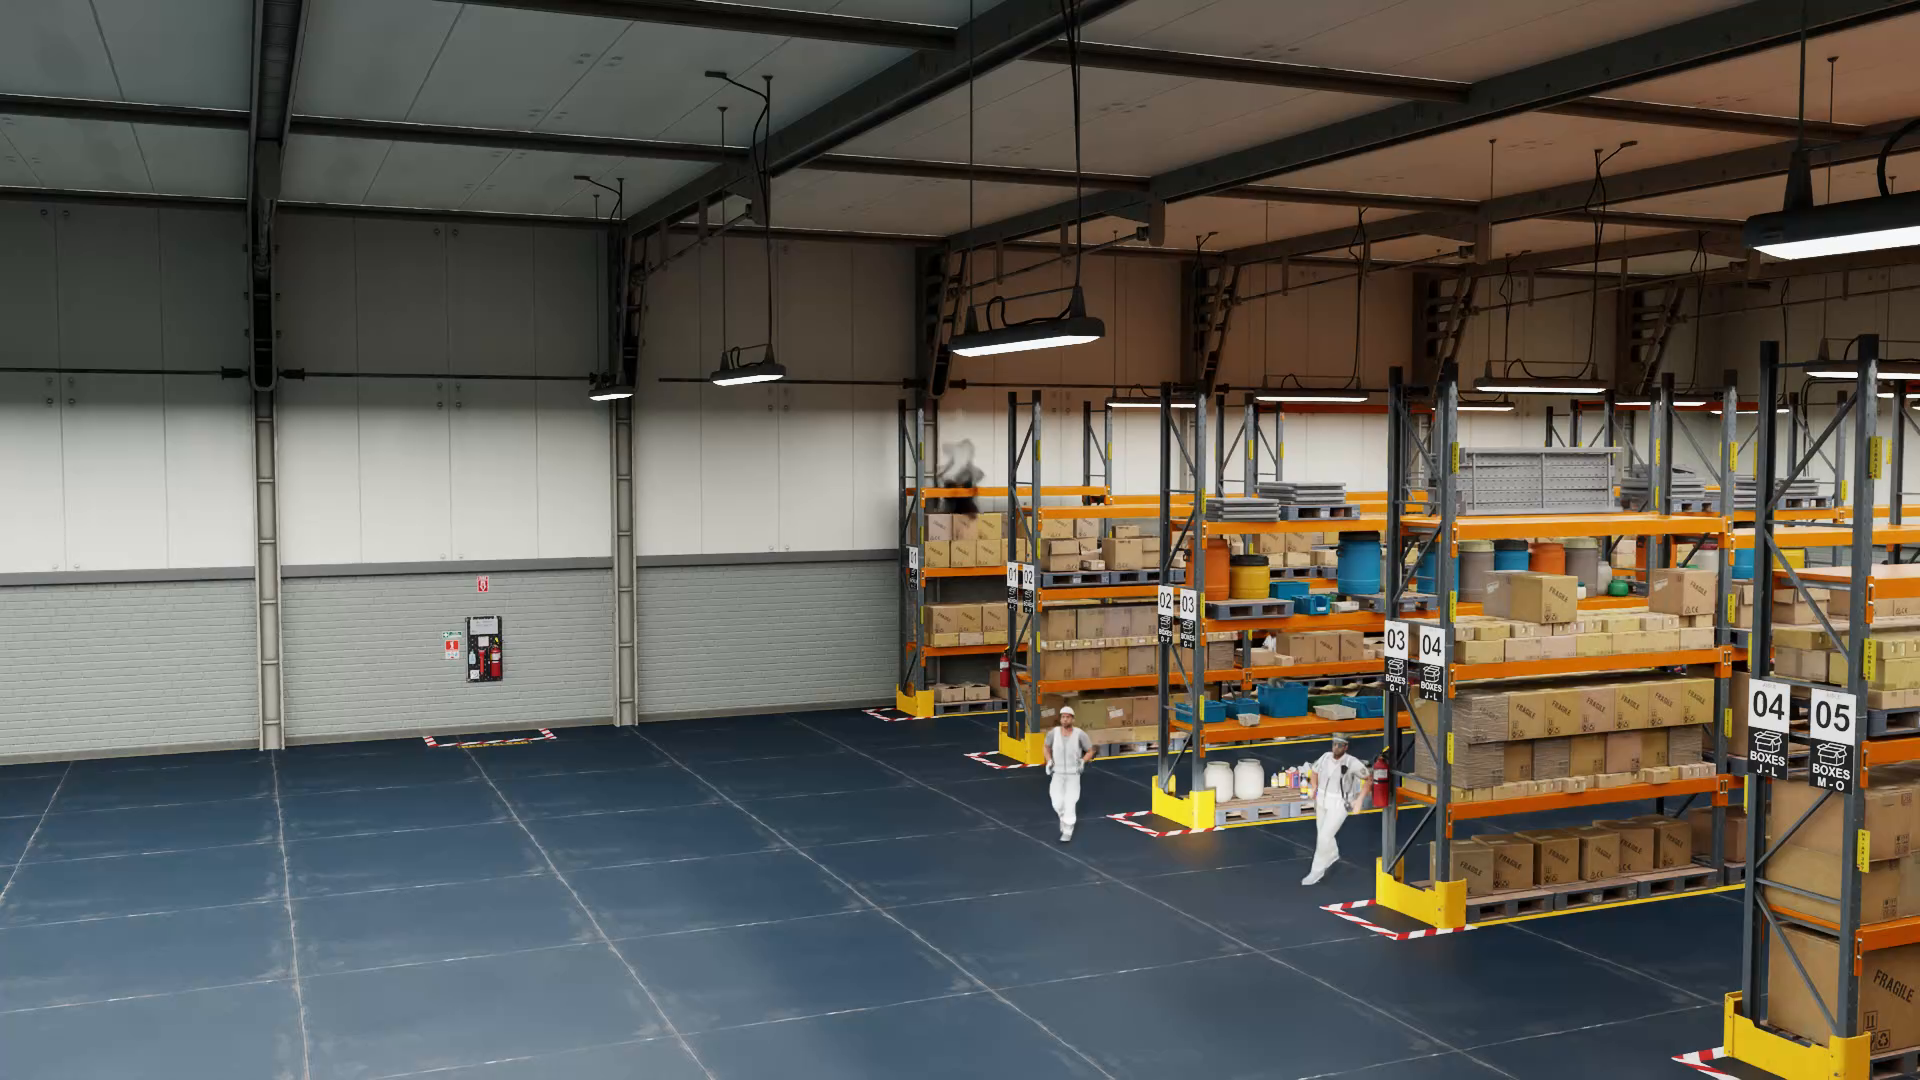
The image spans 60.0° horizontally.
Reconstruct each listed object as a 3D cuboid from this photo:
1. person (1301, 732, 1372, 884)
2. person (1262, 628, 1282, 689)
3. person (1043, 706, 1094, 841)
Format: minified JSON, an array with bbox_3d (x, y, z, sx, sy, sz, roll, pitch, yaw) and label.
[{"bbox_3d":[4.397,3.147,19.614,0.821,1.805,0.739,-3,4,-41],"label":"person"},{"bbox_3d":[6.025,2.426,32.004,0.913,1.663,0.576,-2,4,-32],"label":"person"},{"bbox_3d":[1.381,3.030,21.575,0.680,1.746,0.594,1,3,14],"label":"person"}]
